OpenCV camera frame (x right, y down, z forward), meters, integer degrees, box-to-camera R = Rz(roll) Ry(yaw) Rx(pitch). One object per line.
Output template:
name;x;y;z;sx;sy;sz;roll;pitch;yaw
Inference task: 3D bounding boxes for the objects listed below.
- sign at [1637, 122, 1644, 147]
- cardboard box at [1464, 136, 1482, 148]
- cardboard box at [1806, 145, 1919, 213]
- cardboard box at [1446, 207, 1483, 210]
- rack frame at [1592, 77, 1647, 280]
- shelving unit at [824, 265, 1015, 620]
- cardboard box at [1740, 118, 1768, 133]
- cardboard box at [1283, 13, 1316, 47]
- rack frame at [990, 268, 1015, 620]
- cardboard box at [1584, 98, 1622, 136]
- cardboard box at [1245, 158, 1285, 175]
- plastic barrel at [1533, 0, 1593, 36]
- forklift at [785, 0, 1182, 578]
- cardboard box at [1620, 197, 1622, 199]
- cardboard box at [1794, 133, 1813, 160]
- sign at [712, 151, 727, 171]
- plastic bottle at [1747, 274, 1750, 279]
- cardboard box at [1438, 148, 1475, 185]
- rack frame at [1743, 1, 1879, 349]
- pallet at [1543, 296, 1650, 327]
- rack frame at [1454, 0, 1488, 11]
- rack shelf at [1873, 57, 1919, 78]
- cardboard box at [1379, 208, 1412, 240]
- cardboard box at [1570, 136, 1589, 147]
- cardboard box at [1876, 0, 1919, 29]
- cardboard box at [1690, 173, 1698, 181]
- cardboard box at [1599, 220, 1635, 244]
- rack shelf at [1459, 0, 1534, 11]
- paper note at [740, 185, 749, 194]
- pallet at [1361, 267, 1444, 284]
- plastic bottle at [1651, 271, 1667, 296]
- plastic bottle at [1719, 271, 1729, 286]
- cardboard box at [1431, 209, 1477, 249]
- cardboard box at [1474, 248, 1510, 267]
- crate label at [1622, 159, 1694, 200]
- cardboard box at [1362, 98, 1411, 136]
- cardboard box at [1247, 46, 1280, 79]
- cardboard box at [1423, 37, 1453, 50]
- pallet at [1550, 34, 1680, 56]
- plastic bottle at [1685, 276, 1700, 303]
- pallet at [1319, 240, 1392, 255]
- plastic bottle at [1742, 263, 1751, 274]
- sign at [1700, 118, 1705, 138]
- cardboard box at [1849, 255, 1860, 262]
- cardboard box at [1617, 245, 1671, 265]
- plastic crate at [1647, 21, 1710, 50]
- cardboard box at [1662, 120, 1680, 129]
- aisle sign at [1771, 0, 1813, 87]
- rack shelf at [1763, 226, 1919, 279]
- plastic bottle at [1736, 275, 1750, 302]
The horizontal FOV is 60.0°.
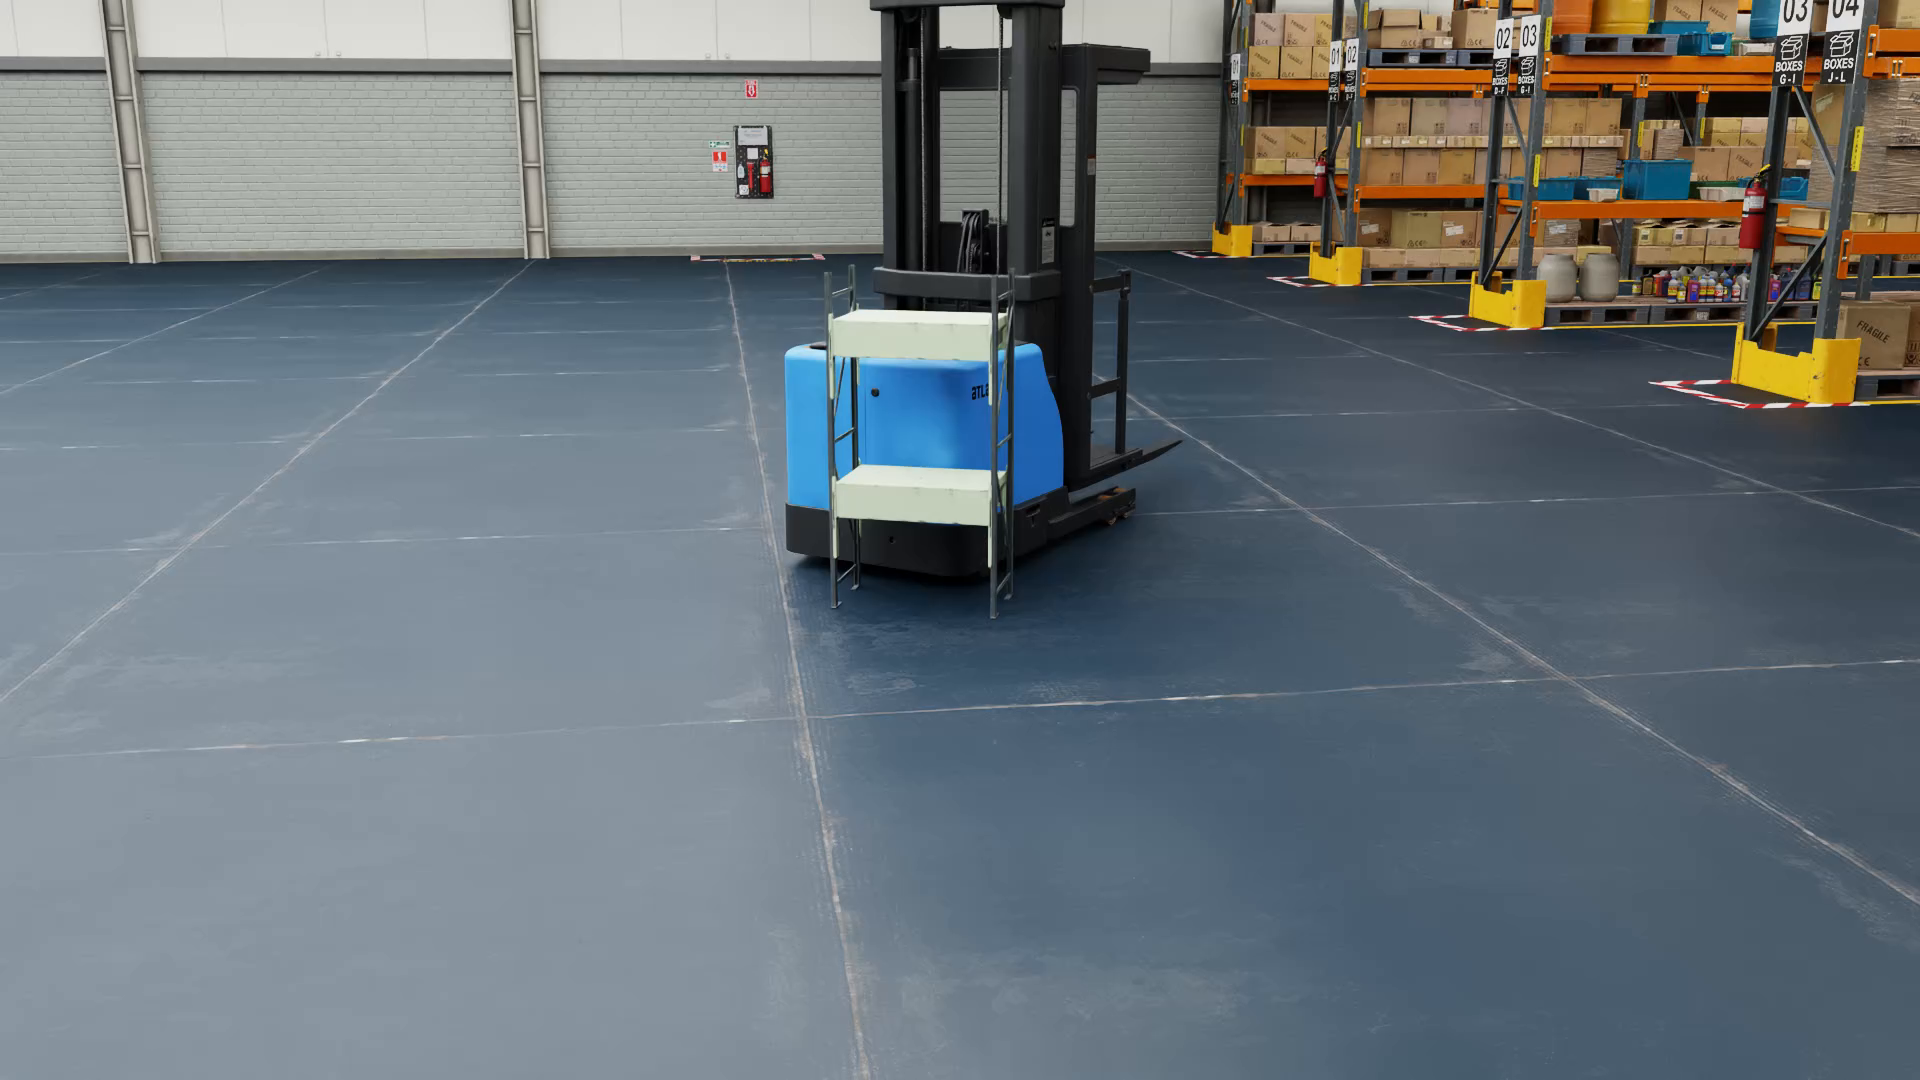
sign;9.241;-5.510;22.582;0.005;0.325;0.100;-2;14;-8
cardboard box;6.895;-5.412;22.598;0.250;0.149;0.380;-2;14;-9
cardboard box;7.222;-2.863;13.154;0.500;0.500;0.875;-2;14;-8
cardboard box;7.169;-4.422;23.436;0.500;0.500;0.500;-2;14;-8
rack frame;9.157;-5.185;23.229;0.127;3.000;1.000;-2;14;-8
shelving unit;-0.168;-0.444;7.405;0.755;1.500;0.431;3;15;13
cardboard box;13.389;-7.061;28.313;0.500;0.250;0.500;-2;14;-9
cardboard box;5.380;-8.191;26.747;0.500;0.500;0.500;-2;14;-9
rack frame;0.188;-0.424;7.325;0.023;1.500;0.400;3;15;13
cardboard box;8.719;-5.845;22.989;0.500;0.500;0.700;-2;14;-8
cardboard box;4.990;-6.109;27.184;0.500;0.250;0.500;-3;14;-10
plastic barrel;6.397;-5.763;17.623;0.708;0.830;0.600;-2;14;-8
forklift;0.320;-1.554;8.891;1.130;2.935;3.031;8;16;30
cardboard box;11.093;-5.842;28.541;0.500;0.250;0.500;-2;14;-7
cardboard box;14.413;-6.735;28.552;0.500;0.500;0.500;-2;14;-7
sign;-3.921;-6.189;27.160;0.234;0.329;0.001;-2;14;-8
plastic bottle;8.747;-2.801;18.405;0.133;0.283;0.061;-2;14;-8
cardboard box;6.675;-5.139;22.841;0.500;0.500;0.700;-2;14;-8
rack frame;6.674;-2.657;13.149;0.127;3.000;1.000;-2;14;-8
pallet;6.808;-2.538;18.407;1.213;0.211;1.003;-2;14;-8
rack frame;8.415;-9.286;27.250;0.127;3.000;1.000;-2;14;-8
rack shelf;11.869;-5.172;18.489;4.000;0.370;1.077;-2;14;-8
cardboard box;7.395;-5.330;28.042;0.500;0.500;0.500;-3;14;-13
cardboard box;8.416;-5.468;22.819;0.250;0.149;0.380;-3;14;-10
cardboard box;7.188;-3.994;12.624;0.500;0.250;0.500;-2;14;-7
cardboard box;10.064;-5.046;23.192;0.250;0.149;0.380;-2;14;-8
cardboard box;9.515;-4.410;23.778;0.500;0.311;0.500;-2;14;-8
rack shelf;10.393;-8.816;27.675;4.000;0.370;1.077;-2;14;-8
paper note;-3.545;-5.750;27.293;0.142;0.148;0.016;-2;14;-8
pallet;5.951;-3.725;23.141;1.213;0.211;1.003;-2;14;-8
plastic bottle;7.940;-2.915;18.873;0.135;0.276;0.152;-2;14;-8
plastic bottle;8.705;-2.932;18.953;0.097;0.271;0.097;0;14;0
cardboard box;6.752;-4.279;22.866;0.500;0.500;0.500;-2;14;-8
cardboard box;7.248;-3.930;23.014;0.500;0.250;0.500;-2;14;-8
crate label;7.715;-3.997;18.421;0.616;0.435;0.502;-2;14;-8
cardboard box;5.717;-5.733;22.544;0.500;0.500;0.700;-2;14;-8
cardboard box;4.828;-7.696;26.831;0.500;0.500;0.500;-2;14;-7
cardboard box;6.391;-6.645;22.250;0.250;0.149;0.380;-2;14;-8
pallet;6.768;-5.218;17.583;1.213;0.211;1.003;-2;14;-8
plastic bottle;8.002;-2.739;18.155;0.133;0.283;0.061;-2;14;-7
pallet;6.547;-4.946;28.009;1.213;0.211;1.003;-2;14;-8
plastic bottle;9.031;-2.992;19.028;0.185;0.351;0.144;-2;14;-7
sign;12.461;-6.914;27.907;0.005;0.325;0.100;-2;14;-8
cardboard box;12.628;-4.122;23.780;0.500;0.250;0.500;-2;14;-7
cardboard box;9.593;-4.010;23.333;0.500;0.250;0.500;-2;14;-10
plastic crate;7.777;-5.437;18.101;0.575;0.384;0.392;-2;14;-8
cardboard box;12.034;-7.078;28.335;0.250;0.149;0.380;-4;15;-16
aisle sign;6.568;-3.988;13.112;0.004;0.787;0.394;-2;14;-8
rack shelf;8.651;-2.380;13.525;4.000;0.370;1.077;-2;14;-8
plastic bottle;8.627;-2.769;18.292;0.135;0.276;0.152;-2;14;-7
